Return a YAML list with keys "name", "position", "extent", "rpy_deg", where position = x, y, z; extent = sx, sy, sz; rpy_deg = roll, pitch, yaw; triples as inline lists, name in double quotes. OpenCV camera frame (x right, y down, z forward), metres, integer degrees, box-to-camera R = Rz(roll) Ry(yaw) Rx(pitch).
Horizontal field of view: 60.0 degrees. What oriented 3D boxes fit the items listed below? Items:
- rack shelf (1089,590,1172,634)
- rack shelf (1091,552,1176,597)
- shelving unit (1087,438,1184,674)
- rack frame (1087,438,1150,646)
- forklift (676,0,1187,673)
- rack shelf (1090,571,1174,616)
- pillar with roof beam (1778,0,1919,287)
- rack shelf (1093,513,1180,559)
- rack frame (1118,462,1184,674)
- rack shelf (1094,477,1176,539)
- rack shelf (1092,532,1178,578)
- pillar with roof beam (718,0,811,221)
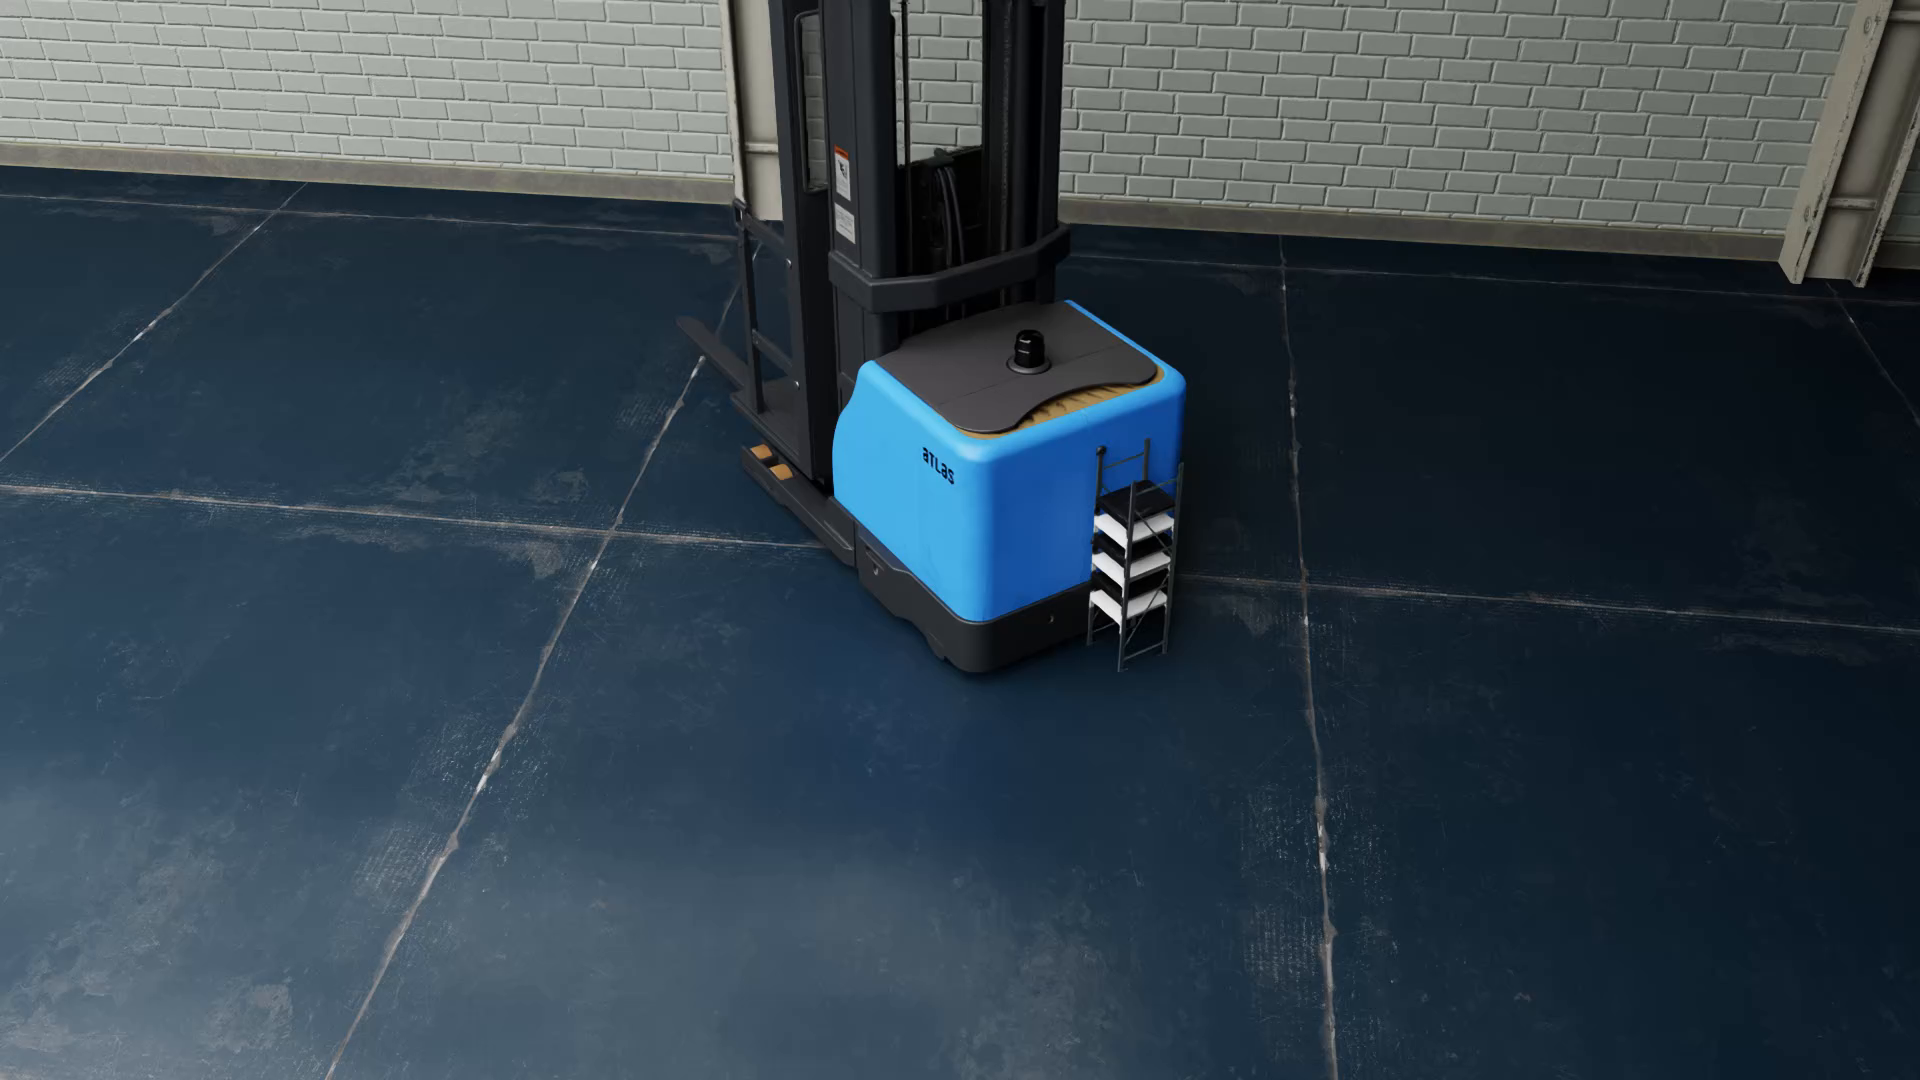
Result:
- name: "rack shelf"
  position: [0.666, 0.244, 6.500]
  extent: [0.258, 0.077, 0.200]
  rpy_deg: [-20, 40, -26]
- name: "rack shelf"
  position: [0.666, 0.098, 6.396]
  extent: [0.258, 0.077, 0.200]
  rpy_deg: [-20, 40, -26]
- name: "shelving unit"
  position: [0.666, 0.071, 6.377]
  extent: [0.258, 0.900, 0.210]
  rpy_deg: [-20, 40, -26]
- name: "rack frame"
  position: [0.611, 0.021, 6.446]
  extent: [0.240, 0.900, 0.006]
  rpy_deg: [-20, 40, -26]
- name: "forklift"
  position: [-0.343, -1.502, 6.832]
  extent: [1.130, 2.935, 3.031]
  rpy_deg: [-21, 40, -26]
- name: "rack shelf"
  position: [0.666, 0.171, 6.448]
  extent: [0.258, 0.077, 0.200]
  rpy_deg: [-20, 40, -26]
- name: "pillar with roof beam"
  position: [4.294, -2.685, 3.265]
  extent: [0.400, 9.000, 9.100]
  rpy_deg: [4, 36, 6]
- name: "rack shelf"
  position: [0.666, -0.049, 6.291]
  extent: [0.258, 0.077, 0.200]
  rpy_deg: [-20, 40, -26]
- name: "rack frame"
  position: [0.721, 0.120, 6.307]
  extent: [0.240, 0.900, 0.006]
  rpy_deg: [-20, 40, -26]
- name: "rack shelf"
  position: [0.666, -0.122, 6.239]
  extent: [0.258, 0.077, 0.200]
  rpy_deg: [-20, 40, -26]
- name: "rack shelf"
  position: [0.666, 0.024, 6.344]
  extent: [0.258, 0.077, 0.200]
  rpy_deg: [-20, 40, -26]
- name: "pillar with roof beam"
  position: [-1.657, -3.129, 3.887]
  extent: [0.400, 9.000, 9.100]
  rpy_deg: [4, 36, 6]
